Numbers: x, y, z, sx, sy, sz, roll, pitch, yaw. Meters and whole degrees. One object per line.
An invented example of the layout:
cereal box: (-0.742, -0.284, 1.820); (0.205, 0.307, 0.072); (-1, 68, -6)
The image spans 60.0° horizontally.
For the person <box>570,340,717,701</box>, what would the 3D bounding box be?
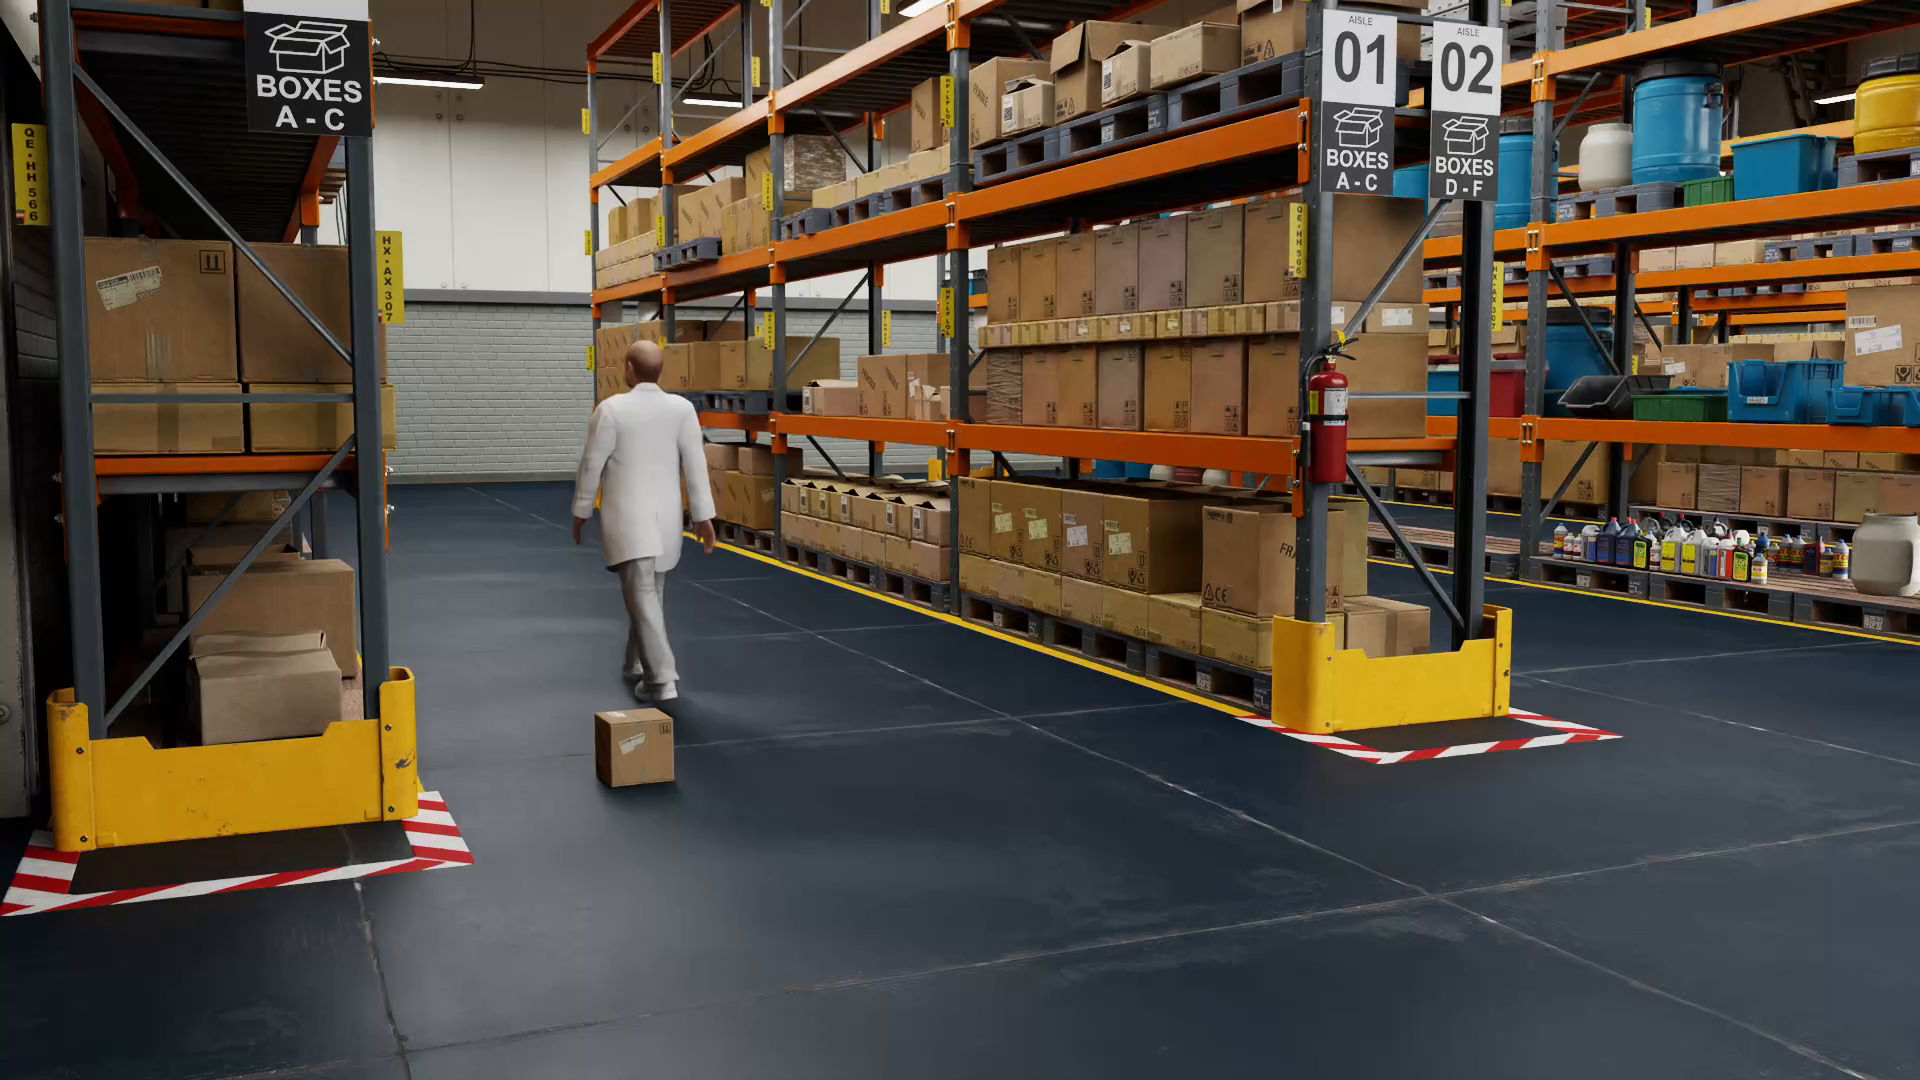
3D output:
person: (-1.611, -0.113, 8.258); (0.619, 1.742, 1.018); (-4, 7, -38)
